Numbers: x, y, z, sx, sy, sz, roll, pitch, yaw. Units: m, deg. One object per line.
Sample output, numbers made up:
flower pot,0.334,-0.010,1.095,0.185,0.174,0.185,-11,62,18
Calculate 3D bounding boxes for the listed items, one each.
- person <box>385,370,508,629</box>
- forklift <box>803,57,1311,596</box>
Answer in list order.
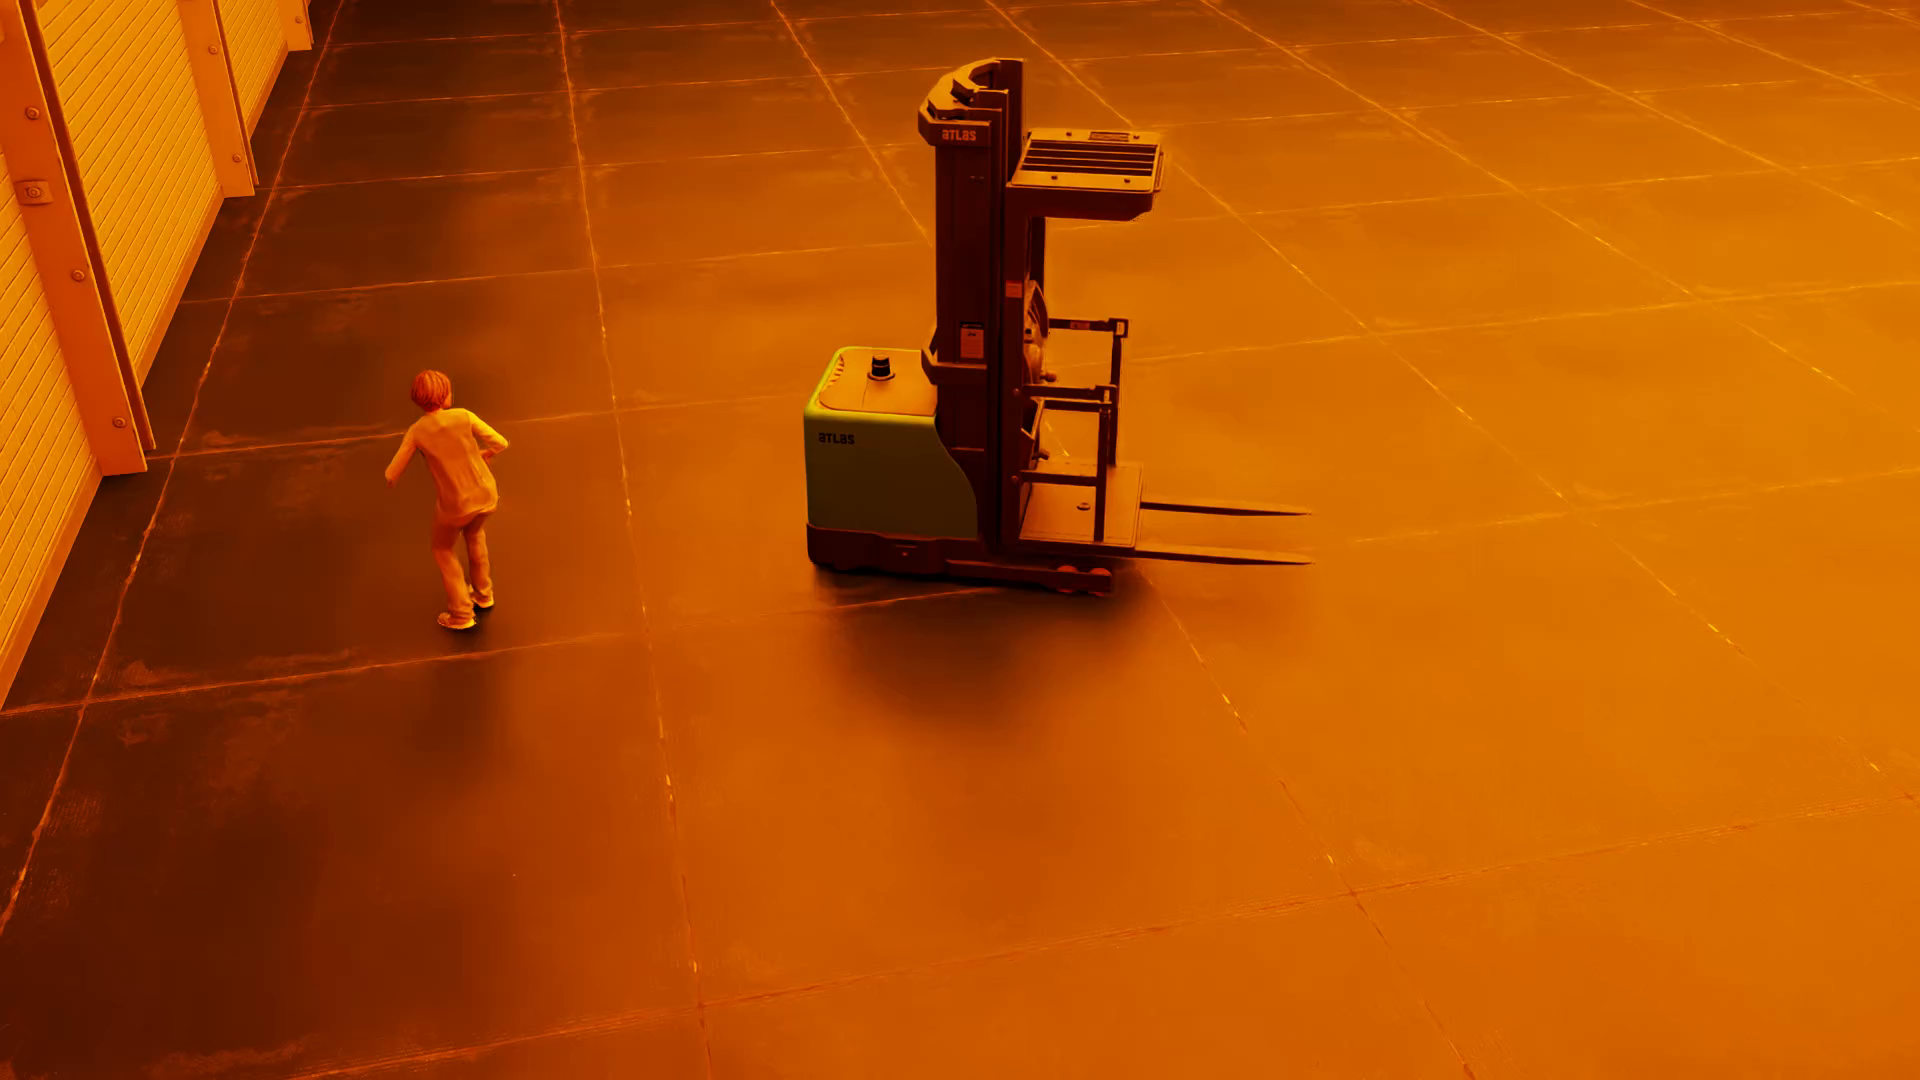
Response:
person,-2.887,-0.241,9.430,0.657,1.549,0.570,-20,36,-31
forklift,0.628,-1.220,9.682,3.031,2.935,1.130,4,30,8
